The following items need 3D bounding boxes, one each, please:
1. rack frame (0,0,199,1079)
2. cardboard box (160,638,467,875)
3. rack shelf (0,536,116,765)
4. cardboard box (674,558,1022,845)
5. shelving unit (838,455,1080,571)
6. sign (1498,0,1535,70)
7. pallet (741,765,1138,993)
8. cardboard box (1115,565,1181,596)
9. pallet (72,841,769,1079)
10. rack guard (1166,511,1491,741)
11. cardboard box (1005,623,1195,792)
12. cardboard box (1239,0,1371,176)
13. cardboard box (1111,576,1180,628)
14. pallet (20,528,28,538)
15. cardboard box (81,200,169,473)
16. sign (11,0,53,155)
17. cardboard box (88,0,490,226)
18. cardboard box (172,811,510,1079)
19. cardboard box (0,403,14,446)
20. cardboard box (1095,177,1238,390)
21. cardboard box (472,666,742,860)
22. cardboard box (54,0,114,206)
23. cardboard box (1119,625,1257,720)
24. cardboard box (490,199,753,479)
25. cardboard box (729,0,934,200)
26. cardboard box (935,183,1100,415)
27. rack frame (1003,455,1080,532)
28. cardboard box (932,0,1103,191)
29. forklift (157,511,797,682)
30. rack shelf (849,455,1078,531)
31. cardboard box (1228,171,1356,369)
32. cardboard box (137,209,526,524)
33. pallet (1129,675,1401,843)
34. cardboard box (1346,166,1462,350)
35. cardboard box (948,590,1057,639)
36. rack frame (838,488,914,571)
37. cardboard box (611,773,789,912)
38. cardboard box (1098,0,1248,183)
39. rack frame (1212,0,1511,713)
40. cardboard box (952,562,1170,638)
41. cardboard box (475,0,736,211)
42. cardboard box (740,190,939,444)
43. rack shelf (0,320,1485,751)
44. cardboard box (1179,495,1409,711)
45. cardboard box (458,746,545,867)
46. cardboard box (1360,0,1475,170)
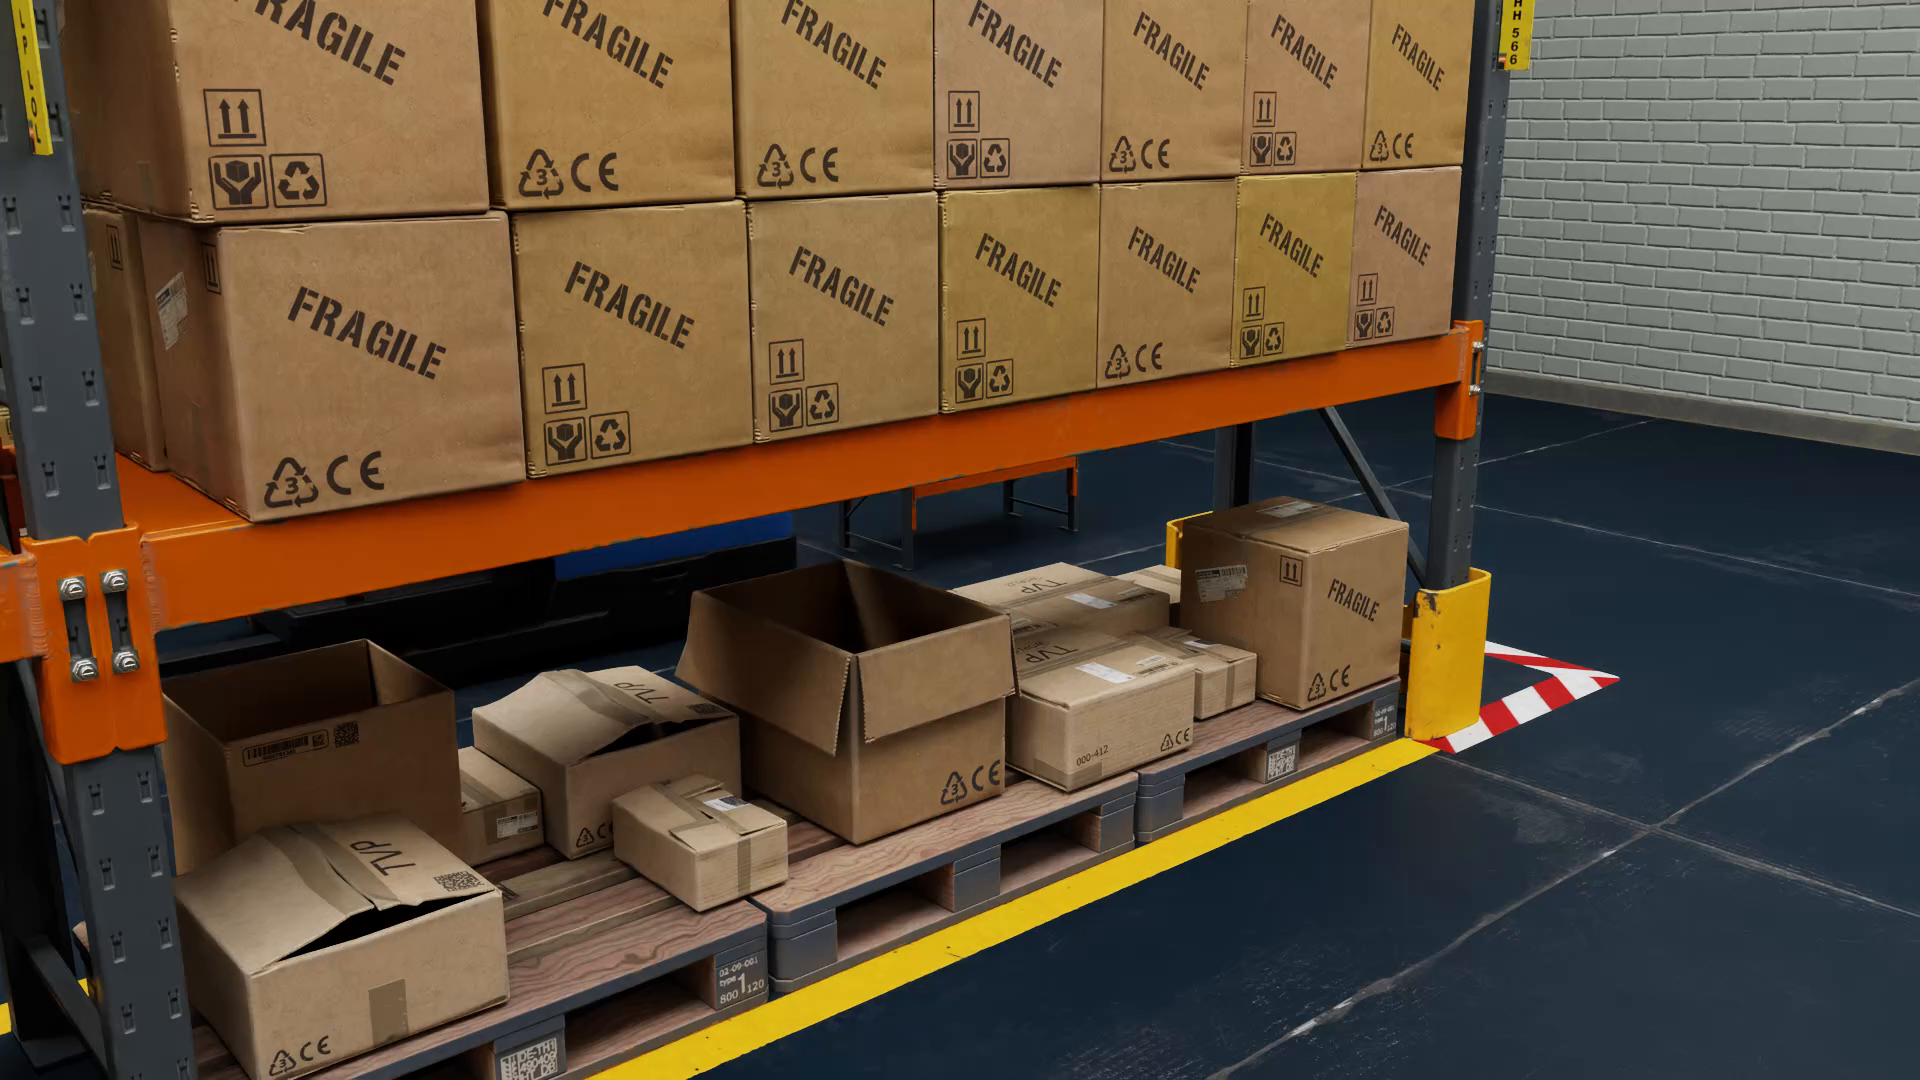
[{"bbox_3d":[-1.723,-0.275,2.968,0.127,3.000,1.000,-13,19,-39],"label":"rack frame"},{"bbox_3d":[-1.480,0.568,3.802,0.500,0.500,0.500,-13,19,-39],"label":"cardboard box"},{"bbox_3d":[-3.232,0.411,1.792,4.000,0.370,1.077,-13,19,-39],"label":"rack shelf"},{"bbox_3d":[-0.309,0.399,4.429,0.637,0.503,0.797,-13,19,-39],"label":"cardboard box"},{"bbox_3d":[0.005,-0.545,7.609,1.048,1.125,0.538,-13,19,-39],"label":"shelving unit"},{"bbox_3d":[1.643,-1.554,4.897,0.005,0.325,0.100,-13,19,-39],"label":"sign"},{"bbox_3d":[-0.284,0.748,4.541,1.213,0.211,1.003,-13,19,-39],"label":"pallet"},{"bbox_3d":[0.753,0.216,5.801,0.250,0.149,0.380,-13,19,-39],"label":"cardboard box"},{"bbox_3d":[-1.205,0.956,3.763,1.213,0.211,1.003,-13,19,-39],"label":"pallet"},{"bbox_3d":[1.237,0.268,5.779,0.348,0.500,1.175,-13,19,-39],"label":"rack guard"},{"bbox_3d":[0.309,0.458,4.698,0.500,0.250,0.500,-13,19,-39],"label":"cardboard box"},{"bbox_3d":[0.758,-1.270,4.559,0.500,0.500,0.500,-12,19,-38],"label":"cardboard box"},{"bbox_3d":[0.564,0.250,5.640,0.250,0.166,0.380,-13,19,-39],"label":"cardboard box"},{"bbox_3d":[-4.353,-0.005,7.361,1.213,0.211,1.003,-13,19,-39],"label":"pallet"},{"bbox_3d":[-1.515,-0.458,3.459,0.500,0.500,0.500,-12,19,-38],"label":"cardboard box"},{"bbox_3d":[-1.356,-0.727,2.416,0.005,0.325,0.100,-13,19,-39],"label":"sign"},{"bbox_3d":[-1.183,-0.832,2.920,0.500,0.500,0.500,-12,19,-38],"label":"cardboard box"},{"bbox_3d":[-1.265,0.782,3.367,0.500,0.311,0.500,-13,19,-39],"label":"cardboard box"},{"bbox_3d":[-4.346,-0.341,7.244,0.500,0.500,0.700,-12,19,-39],"label":"cardboard box"},{"bbox_3d":[0.366,-0.700,4.366,0.500,0.500,0.500,-12,19,-39],"label":"cardboard box"},{"bbox_3d":[-0.914,0.532,4.302,0.500,0.311,0.500,-13,19,-39],"label":"cardboard box"},{"bbox_3d":[-1.512,-0.943,3.335,0.500,0.500,0.500,-13,19,-39],"label":"cardboard box"},{"bbox_3d":[0.681,0.395,5.098,0.250,0.166,0.380,-13,19,-39],"label":"cardboard box"},{"bbox_3d":[-0.776,-0.444,3.407,0.500,0.500,0.500,-12,19,-38],"label":"cardboard box"},{"bbox_3d":[-0.406,-1.006,3.573,0.500,0.500,0.500,-13,20,-41],"label":"cardboard box"},{"bbox_3d":[-0.014,-0.615,4.046,0.500,0.500,0.500,-13,20,-40],"label":"cardboard box"},{"bbox_3d":[0.389,-0.631,7.932,0.032,1.125,0.500,-13,19,-39],"label":"rack frame"},{"bbox_3d":[-0.017,-1.094,3.901,0.500,0.500,0.500,-12,19,-38],"label":"cardboard box"},{"bbox_3d":[-2.127,-1.002,5.823,3.031,2.935,1.130,-11,19,-37],"label":"forklift"},{"bbox_3d":[0.005,-0.308,7.672,1.000,0.278,0.538,-13,19,-39],"label":"rack shelf"},{"bbox_3d":[0.746,-0.784,4.678,0.500,0.500,0.500,-12,19,-39],"label":"cardboard box"},{"bbox_3d":[-1.160,-0.357,3.080,0.500,0.500,0.500,-12,19,-38],"label":"cardboard box"},{"bbox_3d":[0.636,0.543,5.310,1.213,0.211,1.003,-13,19,-39],"label":"pallet"},{"bbox_3d":[1.135,-0.872,5.010,0.500,0.500,0.500,-12,19,-38],"label":"cardboard box"},{"bbox_3d":[-0.057,0.369,5.031,0.500,0.250,0.500,-13,19,-39],"label":"cardboard box"},{"bbox_3d":[-0.378,-0.458,7.287,0.032,1.125,0.500,-13,19,-39],"label":"rack frame"},{"bbox_3d":[-0.619,0.704,3.941,0.250,0.166,0.380,-13,19,-39],"label":"cardboard box"},{"bbox_3d":[0.370,-1.181,4.227,0.500,0.500,0.500,-12,19,-38],"label":"cardboard box"},{"bbox_3d":[1.294,-0.953,5.505,0.127,3.000,1.000,-13,19,-39],"label":"rack frame"},{"bbox_3d":[0.321,0.285,5.348,0.500,0.250,0.500,-13,19,-39],"label":"cardboard box"},{"bbox_3d":[-0.794,-0.919,3.247,0.500,0.500,0.500,-13,20,-41],"label":"cardboard box"},{"bbox_3d":[-0.397,-0.529,3.722,0.500,0.500,0.500,-13,20,-40],"label":"cardboard box"},{"bbox_3d":[-0.215,-0.267,4.329,4.000,0.370,1.077,-13,19,-39],"label":"rack shelf"},{"bbox_3d":[1.046,0.182,5.246,0.500,0.500,0.500,-13,19,-39],"label":"cardboard box"},{"bbox_3d":[-1.236,0.663,4.129,0.250,0.149,0.380,-13,19,-39],"label":"cardboard box"},{"bbox_3d":[1.139,-1.355,4.880,0.500,0.500,0.500,-13,20,-40],"label":"cardboard box"}]
